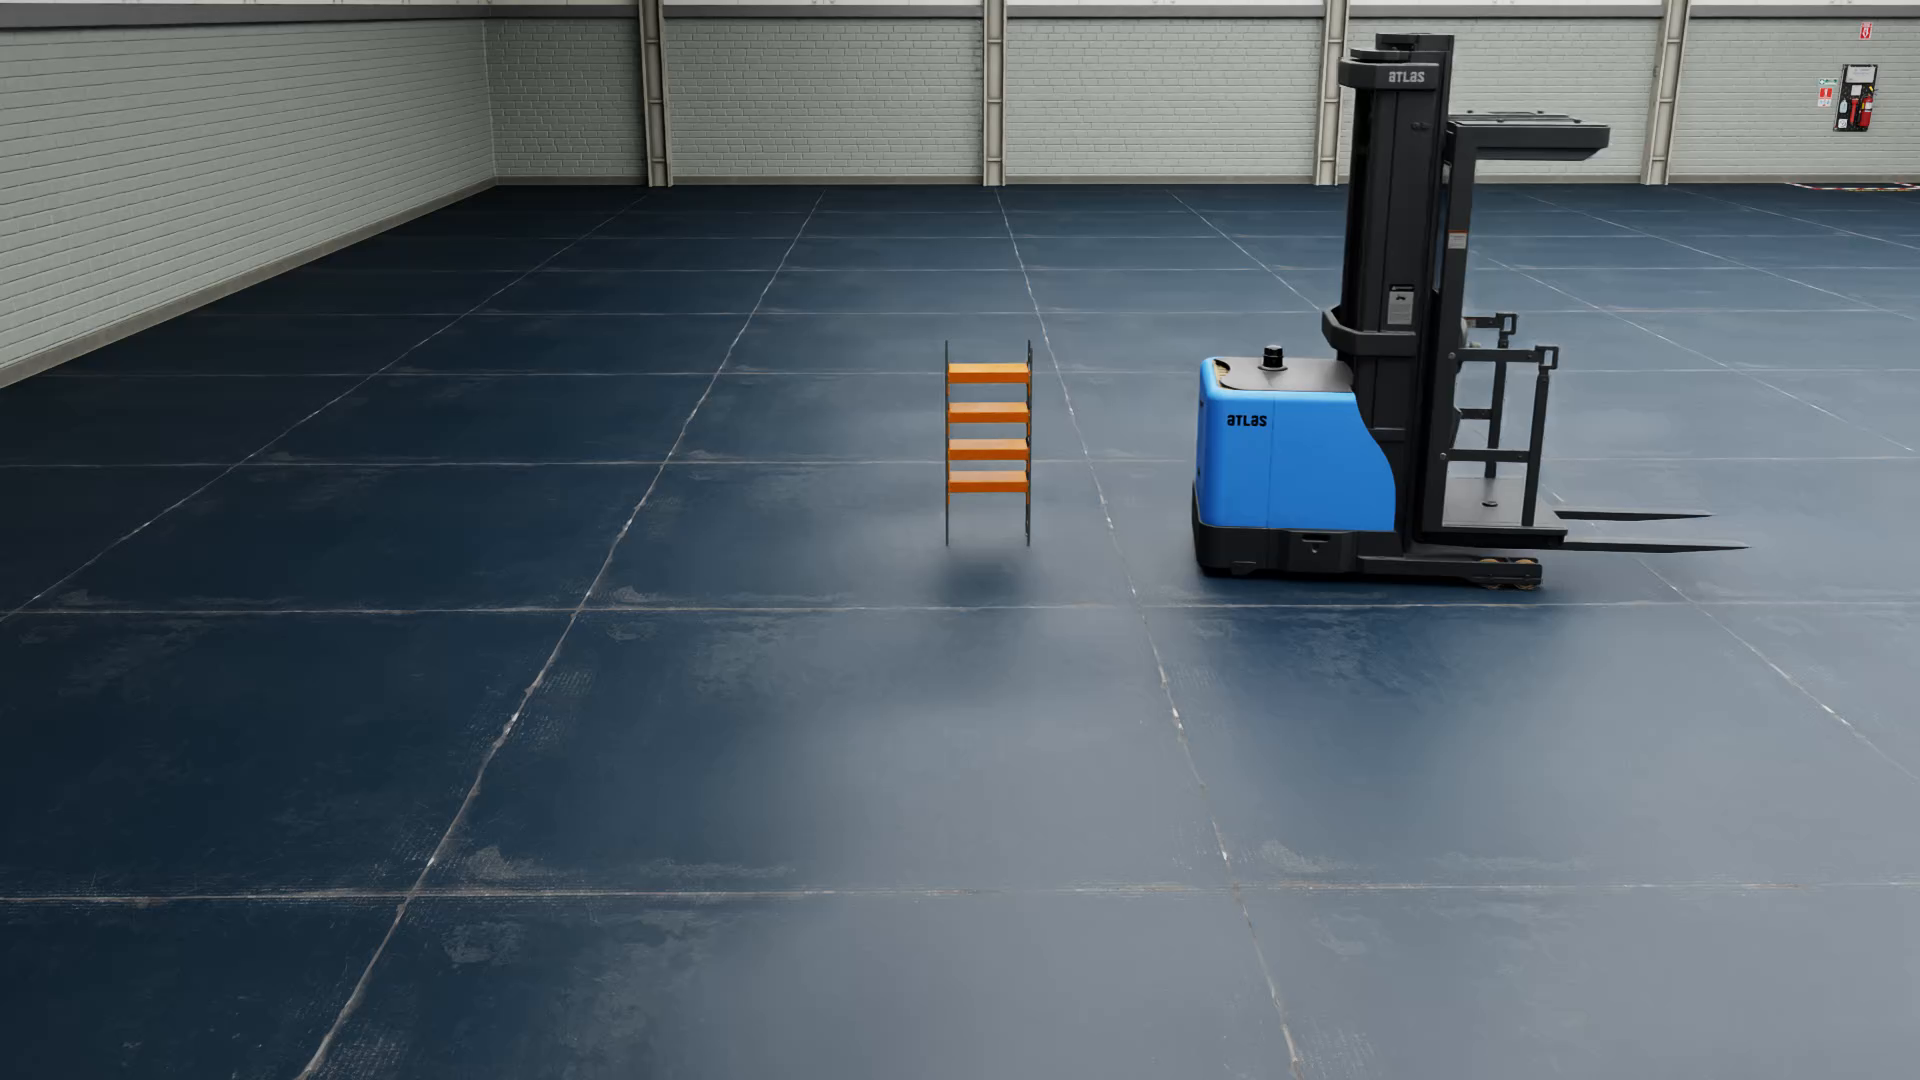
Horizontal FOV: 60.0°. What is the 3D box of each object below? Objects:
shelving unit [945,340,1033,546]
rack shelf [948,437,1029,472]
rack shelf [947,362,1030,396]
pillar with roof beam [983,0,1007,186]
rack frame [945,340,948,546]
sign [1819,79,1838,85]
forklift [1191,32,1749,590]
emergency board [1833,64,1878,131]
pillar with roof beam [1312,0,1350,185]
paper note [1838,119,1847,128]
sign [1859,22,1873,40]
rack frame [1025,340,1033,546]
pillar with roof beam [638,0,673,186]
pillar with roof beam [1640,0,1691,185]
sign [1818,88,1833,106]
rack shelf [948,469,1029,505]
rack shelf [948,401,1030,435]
[{"bbox_3d":[0.166,-0.572,9.867,0.503,1.200,0.258,0,18,-1],"label":"shelving unit"},{"bbox_3d":[0.166,-0.508,9.887,0.480,0.148,0.258,0,18,-1],"label":"rack shelf"},{"bbox_3d":[0.166,-0.946,9.747,0.480,0.148,0.258,0,18,-1],"label":"rack shelf"},{"bbox_3d":[0.681,-9.388,24.580,0.400,9.000,9.100,0,18,-1],"label":"pillar with roof beam"},{"bbox_3d":[-0.078,-0.571,9.863,0.015,1.200,0.240,0,18,-1],"label":"rack frame"},{"bbox_3d":[15.589,-8.228,29.860,0.331,0.109,0.001,0,18,-1],"label":"sign"},{"bbox_3d":[2.893,-1.290,9.271,3.031,2.935,1.130,2,18,5],"label":"forklift"},{"bbox_3d":[16.139,-7.932,29.865,0.643,1.169,0.194,0,18,-1],"label":"emergency board"},{"bbox_3d":[6.680,-9.417,24.670,0.400,9.000,9.100,0,18,-1],"label":"pillar with roof beam"},{"bbox_3d":[15.961,-7.533,30.062,0.142,0.148,0.016,0,18,-1],"label":"paper note"},{"bbox_3d":[16.129,-9.067,29.605,0.199,0.298,0.001,0,18,-1],"label":"sign"},{"bbox_3d":[0.409,-0.573,9.870,0.015,1.200,0.240,0,18,-1],"label":"rack frame"},{"bbox_3d":[-5.319,-9.359,24.490,0.400,9.000,9.100,0,18,-1],"label":"pillar with roof beam"},{"bbox_3d":[12.679,-9.445,24.760,0.400,9.000,9.100,0,18,-1],"label":"pillar with roof beam"},{"bbox_3d":[15.585,-7.978,29.949,0.234,0.329,0.001,0,18,-1],"label":"sign"},{"bbox_3d":[0.166,-0.319,9.948,0.480,0.148,0.258,0,18,-1],"label":"rack shelf"},{"bbox_3d":[0.166,-0.721,9.819,0.480,0.148,0.258,0,18,-1],"label":"rack shelf"}]
